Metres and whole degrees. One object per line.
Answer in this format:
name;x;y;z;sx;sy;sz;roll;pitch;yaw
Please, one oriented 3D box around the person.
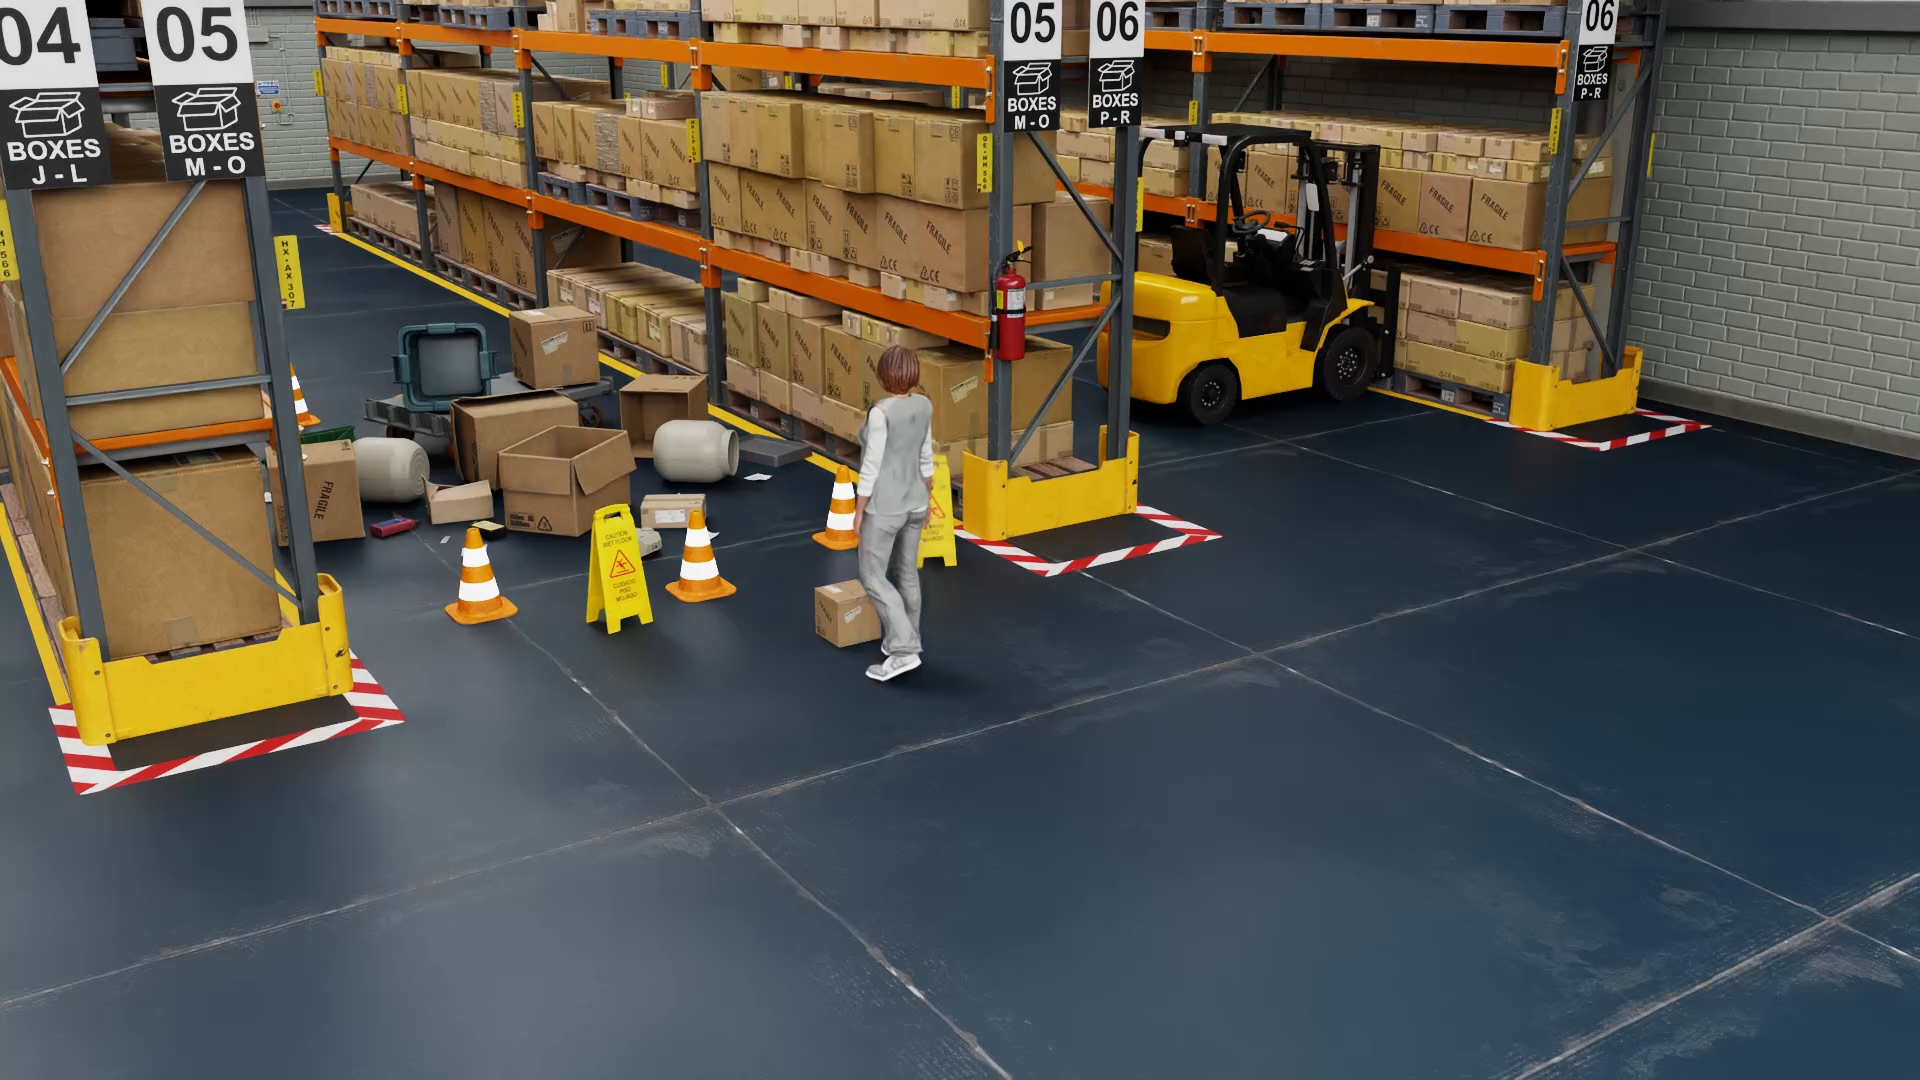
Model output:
person;-0.305;-0.140;7.946;0.398;1.593;0.466;16;24;40
